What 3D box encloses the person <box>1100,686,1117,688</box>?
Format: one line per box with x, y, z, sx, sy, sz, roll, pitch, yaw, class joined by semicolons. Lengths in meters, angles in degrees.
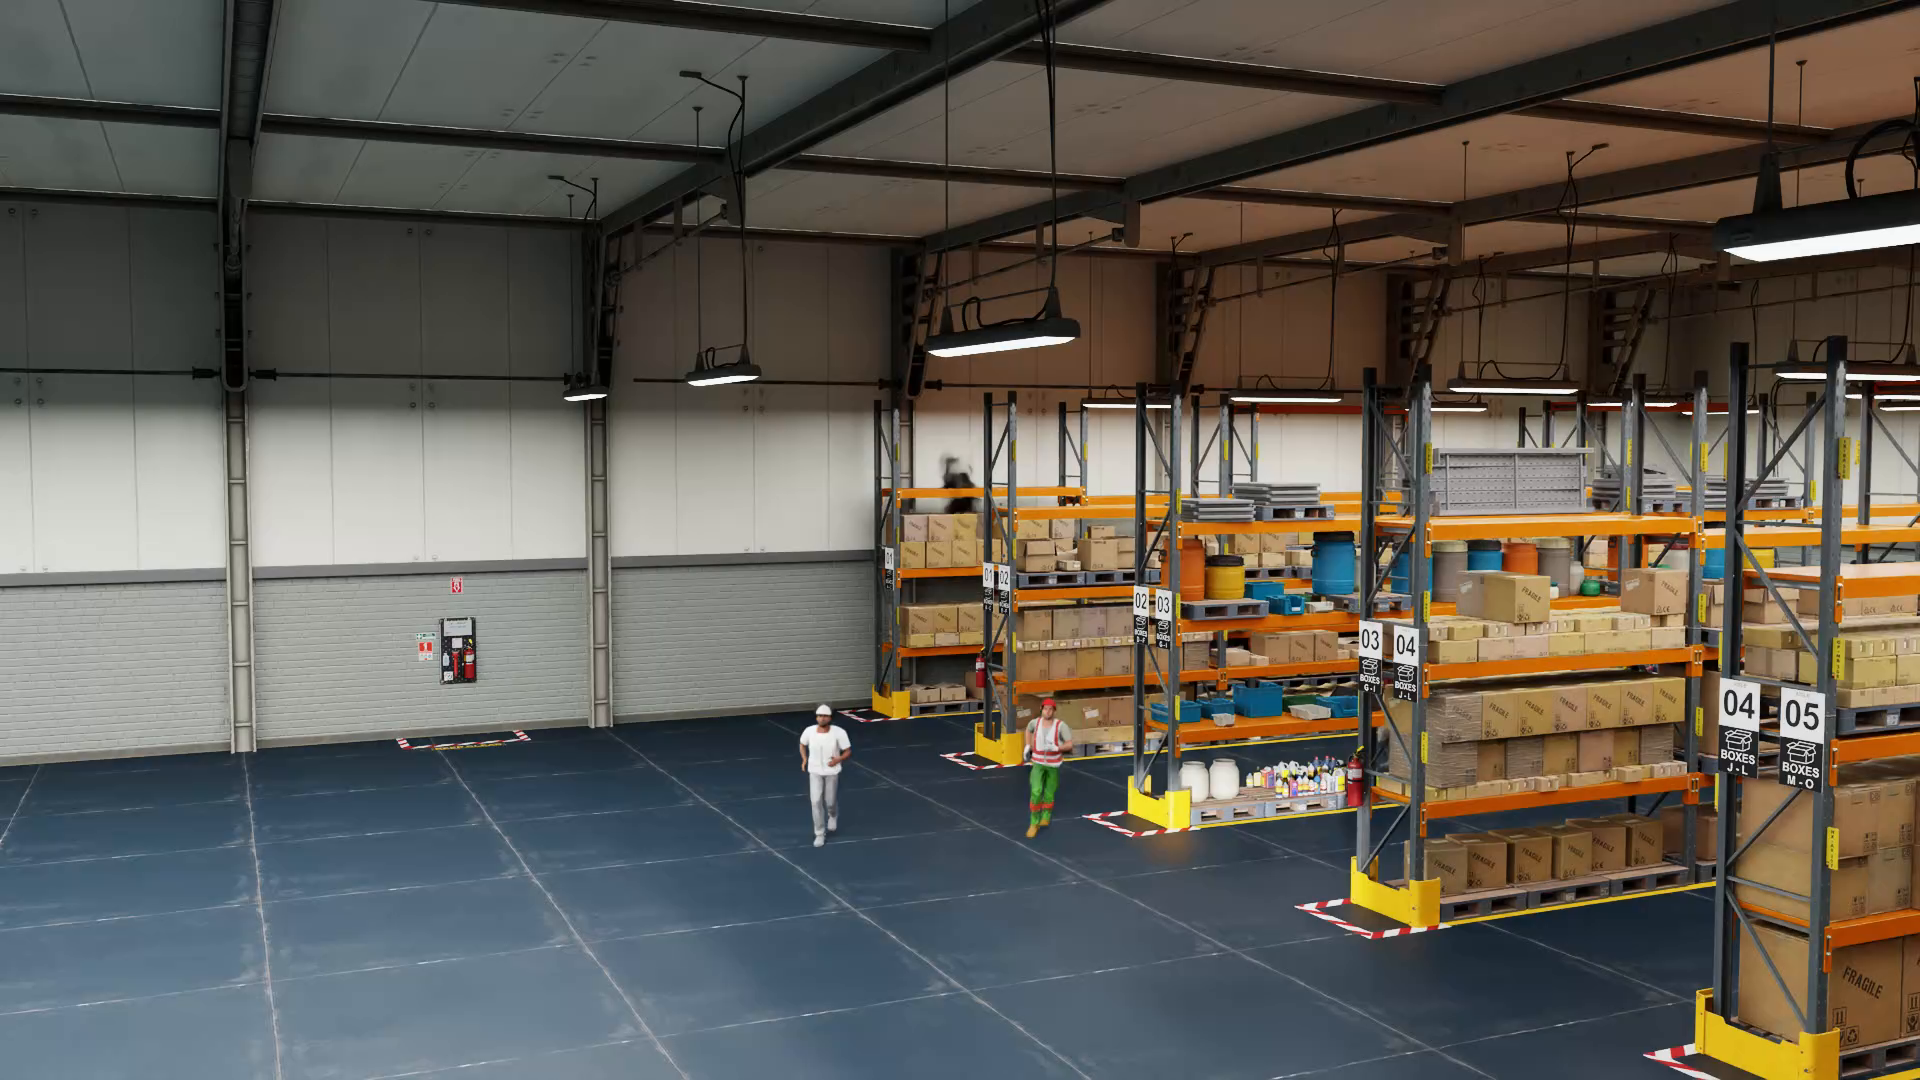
2.726;2.572;29.824;0.632;1.734;0.691;-2;4;-26;person

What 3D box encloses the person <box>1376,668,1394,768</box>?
6.731;2.759;26.308;0.584;1.731;0.689;-1;4;-23;person

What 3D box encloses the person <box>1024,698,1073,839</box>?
1.166;2.989;21.986;0.662;1.815;0.725;0;3;6;person

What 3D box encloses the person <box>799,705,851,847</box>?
-1.759;3.017;21.577;0.704;1.766;0.896;0;3;3;person
